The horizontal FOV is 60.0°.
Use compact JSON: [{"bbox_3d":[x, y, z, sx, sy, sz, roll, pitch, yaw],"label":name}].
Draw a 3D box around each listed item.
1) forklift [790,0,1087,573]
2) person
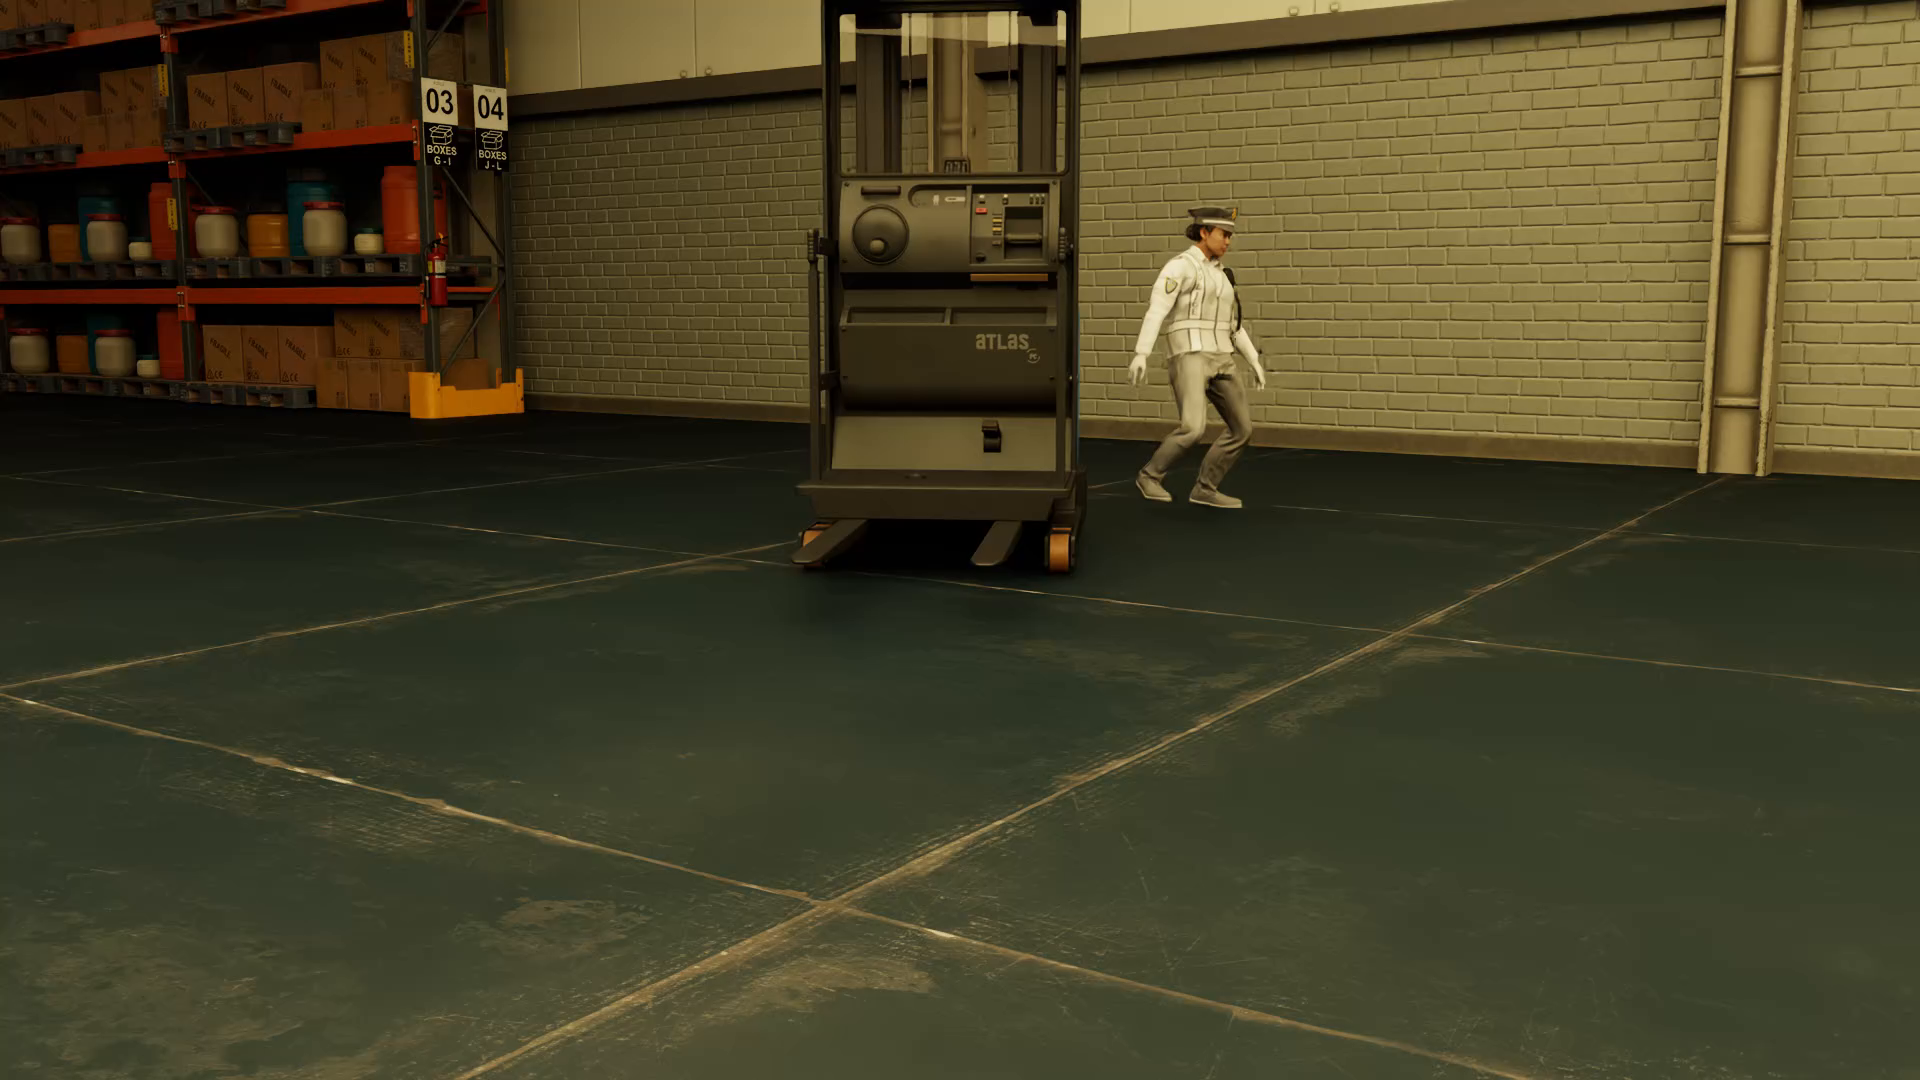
[{"bbox_3d":[-0.064,-1.366,6.796,1.130,2.935,3.031,1,8,6],"label":"forklift"},{"bbox_3d":[1.223,-0.917,8.527,0.828,1.581,0.471,-6,10,-37],"label":"person"}]
